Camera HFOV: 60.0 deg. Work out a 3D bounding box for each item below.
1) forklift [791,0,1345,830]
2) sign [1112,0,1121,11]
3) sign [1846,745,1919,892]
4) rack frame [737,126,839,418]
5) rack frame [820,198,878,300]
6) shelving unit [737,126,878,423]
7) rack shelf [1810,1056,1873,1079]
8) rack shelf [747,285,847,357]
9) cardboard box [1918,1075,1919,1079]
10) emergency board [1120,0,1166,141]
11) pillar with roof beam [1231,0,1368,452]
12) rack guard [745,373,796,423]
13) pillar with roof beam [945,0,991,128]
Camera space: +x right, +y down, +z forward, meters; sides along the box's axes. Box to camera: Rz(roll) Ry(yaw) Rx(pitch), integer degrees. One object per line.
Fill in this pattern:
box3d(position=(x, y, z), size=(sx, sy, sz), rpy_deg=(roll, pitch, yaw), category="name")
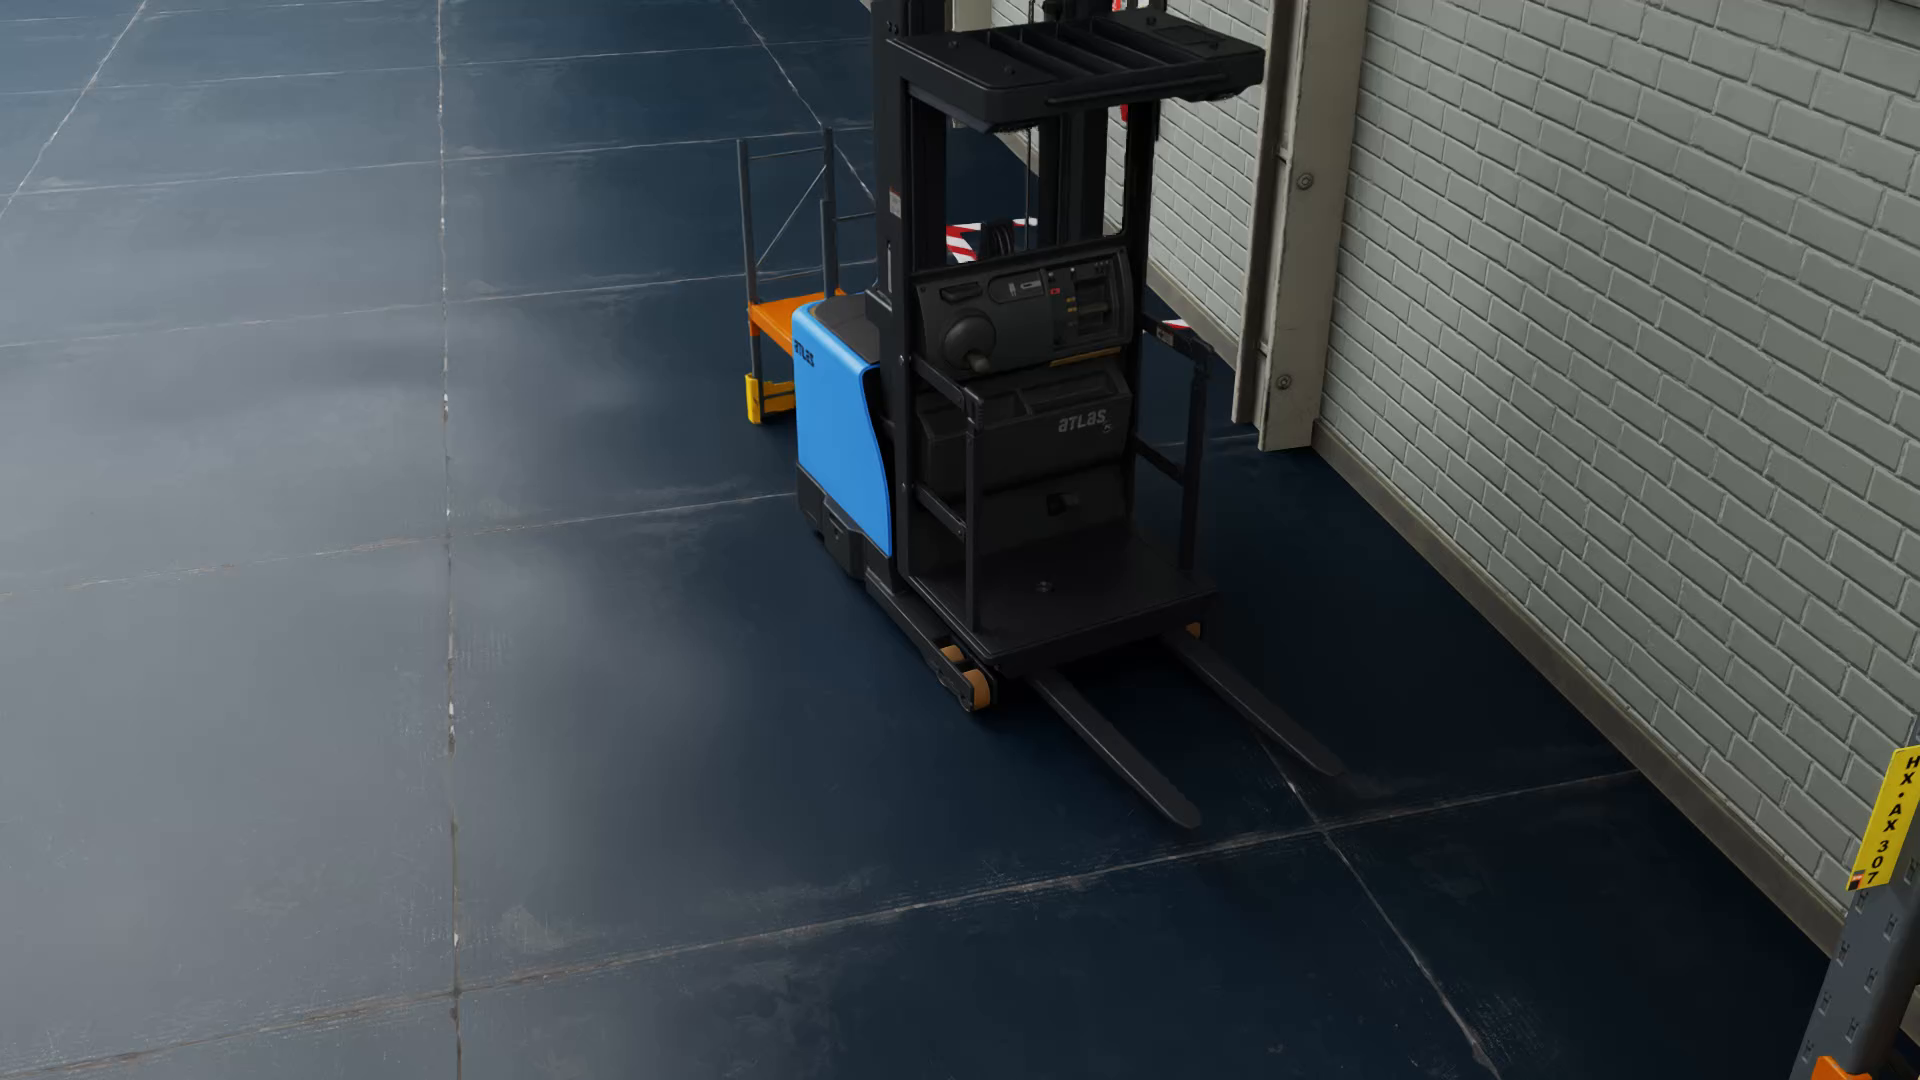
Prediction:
box3d(position=(0.363, -0.847, 6.288), size=(1.130, 2.935, 3.031), rpy_deg=(-15, 33, -24), category="forklift")
box3d(position=(0.978, -3.362, 10.529), size=(0.001, 0.329, 0.234), rpy_deg=(-8, 31, -13), category="sign")
box3d(position=(1.694, 0.505, 3.019), size=(0.100, 0.325, 0.005), rpy_deg=(-8, 31, -13), category="sign")
box3d(position=(-0.865, -1.362, 8.605), size=(0.500, 1.500, 0.032), rpy_deg=(-15, 33, -24), category="rack frame")
box3d(position=(-0.392, -0.911, 7.827), size=(0.500, 1.500, 0.032), rpy_deg=(-15, 33, -24), category="rack frame")
box3d(position=(-0.624, -1.132, 8.209), size=(0.587, 1.500, 1.083), rpy_deg=(-15, 33, -24), category="shelving unit")
box3d(position=(2.748, 2.085, 1.872), size=(1.077, 0.370, 4.000), rpy_deg=(-8, 31, -13), category="rack shelf")
box3d(position=(-0.628, -0.981, 8.306), size=(0.538, 0.185, 1.000), rpy_deg=(-15, 33, -24), category="rack shelf")
box3d(position=(2.041, 1.141, 2.913), size=(0.500, 0.250, 0.500), rpy_deg=(-9, 31, -15), category="cardboard box")
box3d(position=(1.026, -3.066, 10.053), size=(0.194, 1.169, 0.643), rpy_deg=(-8, 31, -13), category="emergency board")
box3d(position=(-2.506, -3.892, 5.490), size=(9.100, 9.000, 0.400), rpy_deg=(-8, 31, -13), category="pillar with roof beam")
box3d(position=(-0.856, -0.812, 8.903), size=(0.587, 0.250, 0.087), rpy_deg=(-15, 33, -24), category="rack guard")
box3d(position=(-4.098, -6.789, 10.497), size=(9.100, 9.000, 0.400), rpy_deg=(-8, 31, -13), category="pillar with roof beam")
